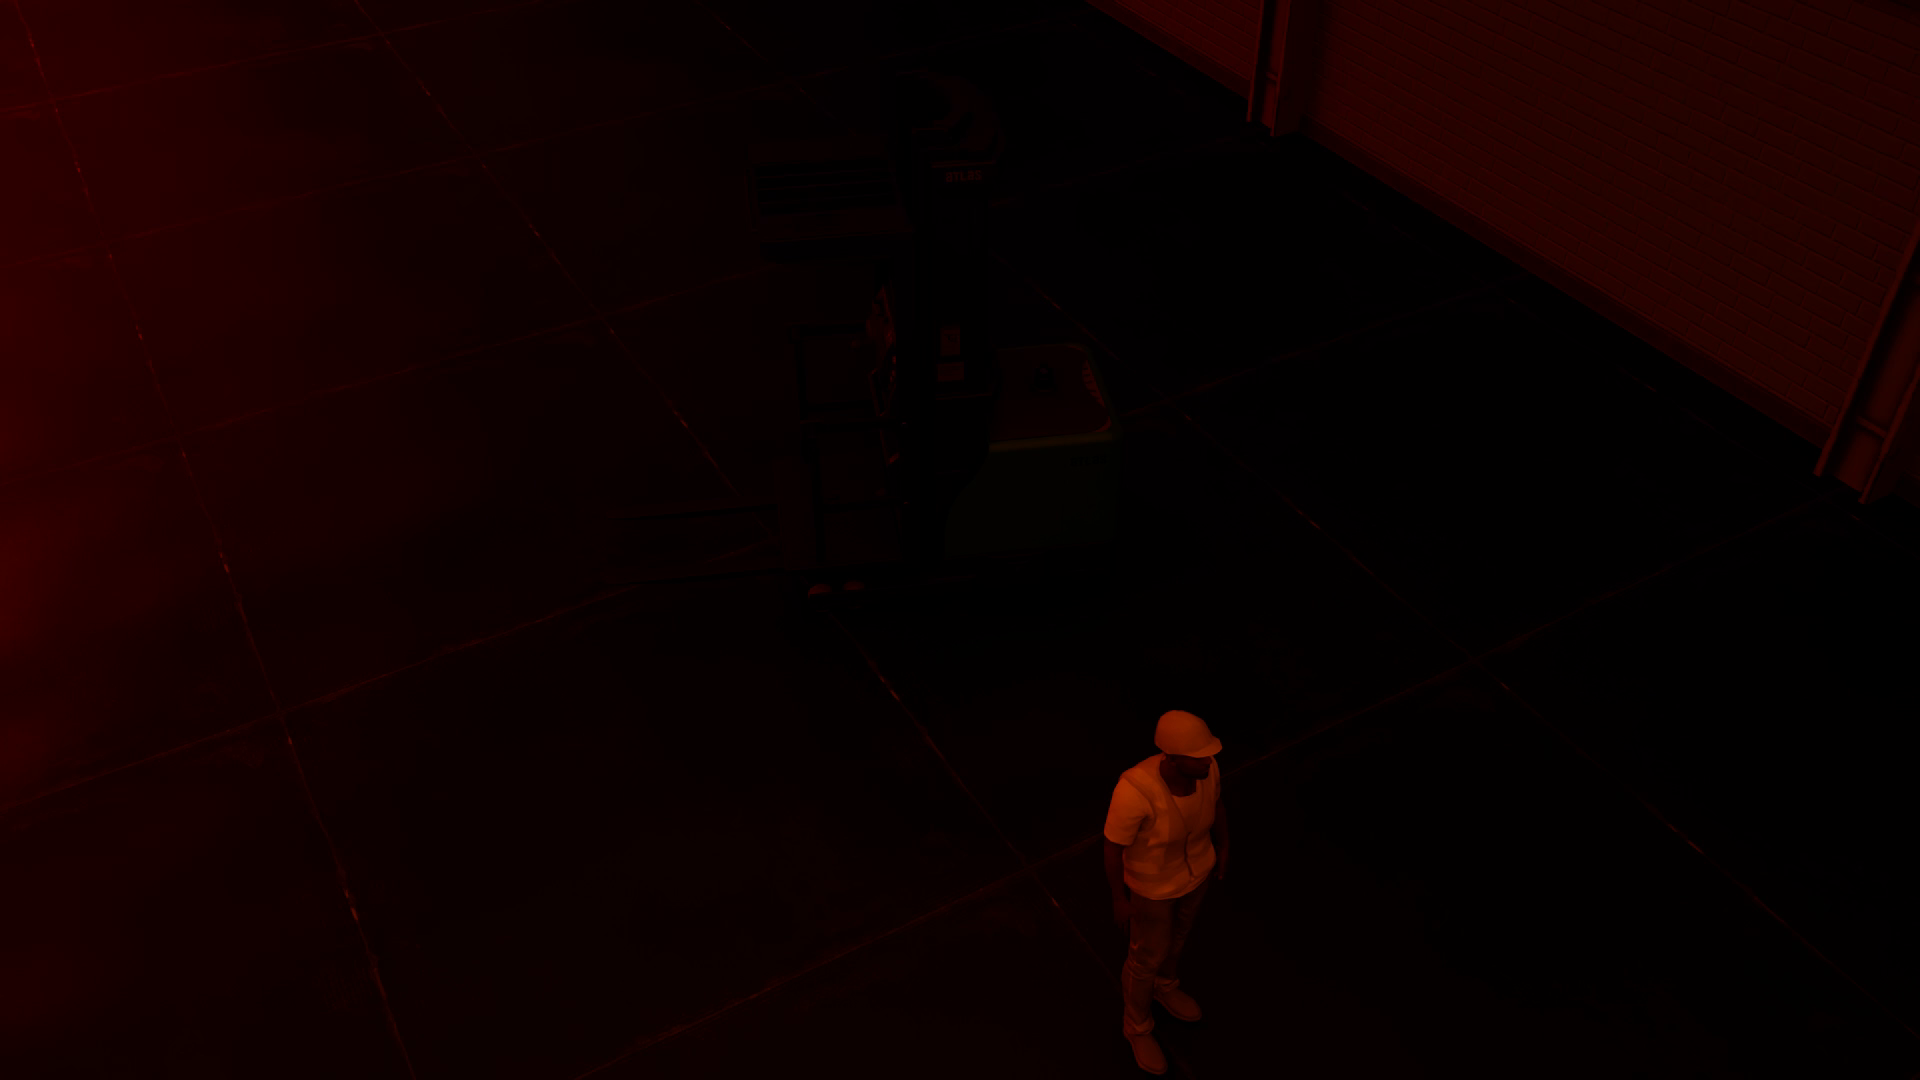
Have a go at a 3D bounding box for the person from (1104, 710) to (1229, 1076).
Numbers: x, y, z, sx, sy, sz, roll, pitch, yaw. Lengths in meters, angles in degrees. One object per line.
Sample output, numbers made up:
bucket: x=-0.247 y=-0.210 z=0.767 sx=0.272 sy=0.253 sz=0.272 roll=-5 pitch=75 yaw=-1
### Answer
person: x=0.947 y=1.474 z=7.160 sx=0.666 sy=1.765 sz=0.578 roll=-25 pitch=46 yaw=-27

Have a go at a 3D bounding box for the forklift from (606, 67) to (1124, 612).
forklift: x=-0.616 y=-1.066 z=9.322 sx=3.031 sy=2.935 sz=1.130 roll=-6 pitch=40 yaw=-7
